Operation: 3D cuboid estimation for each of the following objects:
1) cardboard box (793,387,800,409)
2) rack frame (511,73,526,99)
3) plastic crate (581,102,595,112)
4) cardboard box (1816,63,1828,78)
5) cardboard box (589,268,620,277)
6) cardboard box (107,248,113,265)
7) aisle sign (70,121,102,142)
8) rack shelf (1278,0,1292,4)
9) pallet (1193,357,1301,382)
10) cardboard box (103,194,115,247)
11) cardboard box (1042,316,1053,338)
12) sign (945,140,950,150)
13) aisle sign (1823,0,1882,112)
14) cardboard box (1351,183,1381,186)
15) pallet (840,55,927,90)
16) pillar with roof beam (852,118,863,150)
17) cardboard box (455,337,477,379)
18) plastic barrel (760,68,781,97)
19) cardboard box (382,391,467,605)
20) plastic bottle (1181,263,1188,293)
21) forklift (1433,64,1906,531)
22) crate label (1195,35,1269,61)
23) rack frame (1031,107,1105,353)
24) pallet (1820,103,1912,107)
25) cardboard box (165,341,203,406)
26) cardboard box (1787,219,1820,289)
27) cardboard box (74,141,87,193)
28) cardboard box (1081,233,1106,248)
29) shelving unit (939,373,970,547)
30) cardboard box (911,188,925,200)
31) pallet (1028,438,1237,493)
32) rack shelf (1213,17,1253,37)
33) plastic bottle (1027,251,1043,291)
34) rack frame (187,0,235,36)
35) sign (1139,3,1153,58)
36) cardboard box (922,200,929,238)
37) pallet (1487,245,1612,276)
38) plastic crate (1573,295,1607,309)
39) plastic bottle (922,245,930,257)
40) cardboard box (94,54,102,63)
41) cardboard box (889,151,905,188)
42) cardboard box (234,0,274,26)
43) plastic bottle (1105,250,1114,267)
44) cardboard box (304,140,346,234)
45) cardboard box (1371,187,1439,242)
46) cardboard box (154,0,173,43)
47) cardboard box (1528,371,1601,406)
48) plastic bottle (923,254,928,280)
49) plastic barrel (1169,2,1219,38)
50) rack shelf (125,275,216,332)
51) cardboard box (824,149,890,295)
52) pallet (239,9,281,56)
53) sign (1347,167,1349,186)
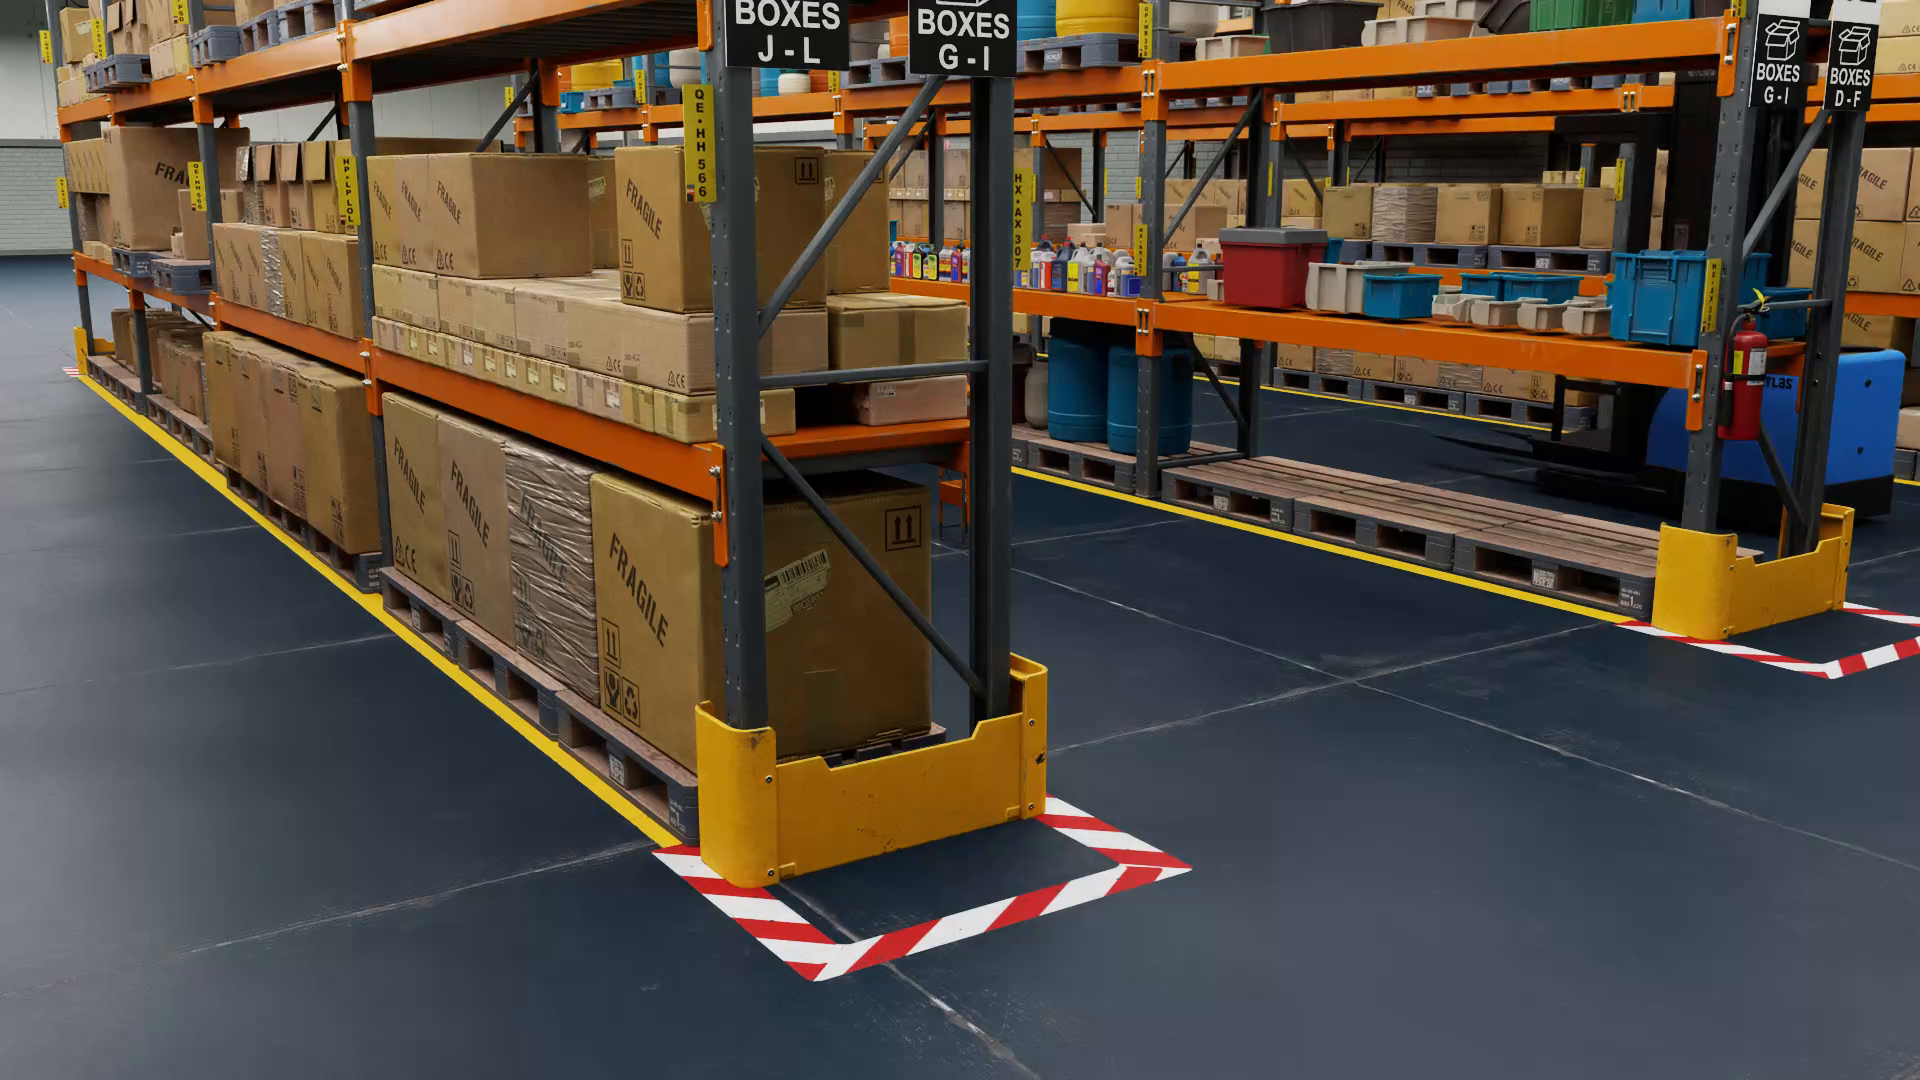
[{"bbox_3d":[-0.485,-0.578,6.073,0.380,0.149,0.250,-9,15,-34],"label":"cardboard box"},{"bbox_3d":[-5.019,-6.870,20.215,1.000,3.000,0.127,-8,15,-33],"label":"rack frame"},{"bbox_3d":[-4.029,-4.802,18.397,0.243,0.136,0.396,-8,15,-33],"label":"plastic crate"},{"bbox_3d":[6.368,-3.489,12.125,0.500,0.250,0.500,-8,15,-33],"label":"cardboard box"},{"bbox_3d":[-1.459,-1.061,7.348,0.500,0.250,0.500,-8,15,-32],"label":"cardboard box"},{"bbox_3d":[-7.741,-2.651,15.552,0.380,0.149,0.250,-8,15,-33],"label":"cardboard box"},{"bbox_3d":[-9.427,-4.599,17.785,0.394,0.787,0.004,-8,15,-33],"label":"aisle sign"},{"bbox_3d":[4.647,-5.131,14.880,1.077,0.370,4.000,-8,15,-33],"label":"rack shelf"},{"bbox_3d":[3.115,-1.891,18.016,1.003,0.211,1.213,-8,15,-33],"label":"pallet"},{"bbox_3d":[-7.733,-3.094,16.057,0.875,0.500,0.500,-8,15,-33],"label":"cardboard box"},{"bbox_3d":[1.340,-2.575,20.068,0.500,0.250,0.500,-9,15,-34],"label":"cardboard box"},{"bbox_3d":[-0.247,-7.747,32.840,0.001,0.298,0.199,-8,15,-33],"label":"sign"},{"bbox_3d":[4.132,-2.386,7.668,0.394,0.787,0.004,-8,15,-33],"label":"aisle sign"},{"bbox_3d":[5.698,-4.570,22.475,0.700,0.500,0.500,-8,15,-33],"label":"cardboard box"},{"bbox_3d":[-0.245,-3.742,13.374,1.003,0.211,1.213,-8,15,-33],"label":"pallet"},{"bbox_3d":[-5.897,-9.646,32.905,9.100,9.000,0.400,-8,15,-33],"label":"pillar with roof beam"},{"bbox_3d":[-1.889,-0.774,6.968,0.380,0.149,0.250,-8,15,-32],"label":"cardboard box"},{"bbox_3d":[-1.616,-4.641,15.869,0.600,0.901,0.708,-8,15,-33],"label":"plastic barrel"},{"bbox_3d":[-2.195,-0.260,8.018,0.875,0.875,0.875,-8,15,-33],"label":"cardboard box"},{"bbox_3d":[1.628,-1.866,11.839,0.097,0.201,0.097,0,12,0],"label":"plastic bottle"},{"bbox_3d":[4.586,-1.755,11.025,1.130,2.935,3.031,-7,14,-30],"label":"forklift"},{"bbox_3d":[1.660,-3.021,10.250,0.293,0.136,0.466,-8,15,-33],"label":"crate label"},{"bbox_3d":[1.322,-3.814,20.281,1.000,3.000,0.127,-8,15,-33],"label":"rack frame"},{"bbox_3d":[9.328,-4.507,16.878,0.805,0.209,1.217,-9,15,-35],"label":"pallet"},{"bbox_3d":[-6.356,-1.437,14.233,0.700,0.500,0.500,-8,15,-33],"label":"cardboard box"},{"bbox_3d":[6.372,-2.137,12.379,0.500,0.500,0.500,-8,15,-33],"label":"cardboard box"},{"bbox_3d":[-8.516,-3.727,16.615,0.500,0.500,0.500,-8,15,-33],"label":"cardboard box"},{"bbox_3d":[1.643,-3.509,19.476,0.380,0.149,0.250,-8,15,-33],"label":"cardboard box"},{"bbox_3d":[0.030,-0.503,9.706,0.215,1.050,0.252,-8,15,-33],"label":"shelving unit"},{"bbox_3d":[-0.432,-4.659,22.395,0.380,0.149,0.250,-8,15,-34],"label":"cardboard box"},{"bbox_3d":[1.236,-0.585,12.045,1.003,0.211,1.213,-8,15,-33],"label":"pallet"},{"bbox_3d":[4.336,-7.334,24.028,1.077,0.370,4.000,-8,15,-33],"label":"rack shelf"},{"bbox_3d":[0.585,-1.955,12.072,0.152,0.276,0.135,-8,15,-33],"label":"plastic bottle"},{"bbox_3d":[-4.710,-4.861,11.028,1.000,3.000,0.127,-8,15,-33],"label":"rack frame"},{"bbox_3d":[1.170,-3.210,10.479,0.100,0.325,0.005,-8,15,-33],"label":"sign"},{"bbox_3d":[-0.081,-4.308,22.305,0.700,0.500,0.500,-8,15,-32],"label":"cardboard box"},{"bbox_3d":[5.403,-2.452,14.504,1.003,0.211,1.213,-8,15,-33],"label":"pallet"},{"bbox_3d":[3.498,-1.265,9.102,0.250,0.136,0.298,-8,15,-33],"label":"plastic crate"},{"bbox_3d":[-0.268,-2.240,13.384,0.097,0.271,0.097,0,12,0],"label":"plastic bottle"},{"bbox_3d":[-7.630,-4.345,15.107,0.380,0.149,0.250,-9,15,-36],"label":"cardboard box"},{"bbox_3d":[-0.616,-5.114,22.955,0.700,0.500,0.500,-8,15,-33],"label":"cardboard box"},{"bbox_3d":[-4.312,-3.552,10.835,0.797,0.503,0.637,-7,14,-29],"label":"cardboard box"},{"bbox_3d":[1.050,-2.019,12.363,0.152,0.276,0.135,-8,15,-33],"label":"plastic bottle"},{"bbox_3d":[-3.226,-1.994,9.377,0.797,0.503,0.637,-8,15,-32],"label":"cardboard box"},{"bbox_3d":[4.329,-3.073,15.674,0.700,0.500,0.500,-5,13,-22],"label":"cardboard box"},{"bbox_3d":[-5.476,-3.834,11.948,0.500,0.500,0.500,-8,15,-33],"label":"cardboard box"},{"bbox_3d":[5.243,-1.439,14.241,0.500,0.500,0.500,-8,15,-33],"label":"cardboard box"},{"bbox_3d":[-0.245,-2.175,13.250,0.097,0.201,0.097,0,12,0],"label":"plastic bottle"},{"bbox_3d":[1.546,-3.666,11.281,0.433,0.535,0.433,0,12,0],"label":"plastic barrel"},{"bbox_3d":[-5.818,-1.935,13.372,1.077,0.370,4.000,-8,15,-33],"label":"rack shelf"},{"bbox_3d":[-0.596,-1.152,6.010,0.500,0.500,0.500,-9,15,-34],"label":"cardboard box"},{"bbox_3d":[-3.687,-2.997,9.966,1.003,0.211,1.213,-7,14,-30],"label":"pallet"},{"bbox_3d":[3.985,-3.695,17.214,0.100,0.325,0.005,-8,15,-33],"label":"sign"}]
